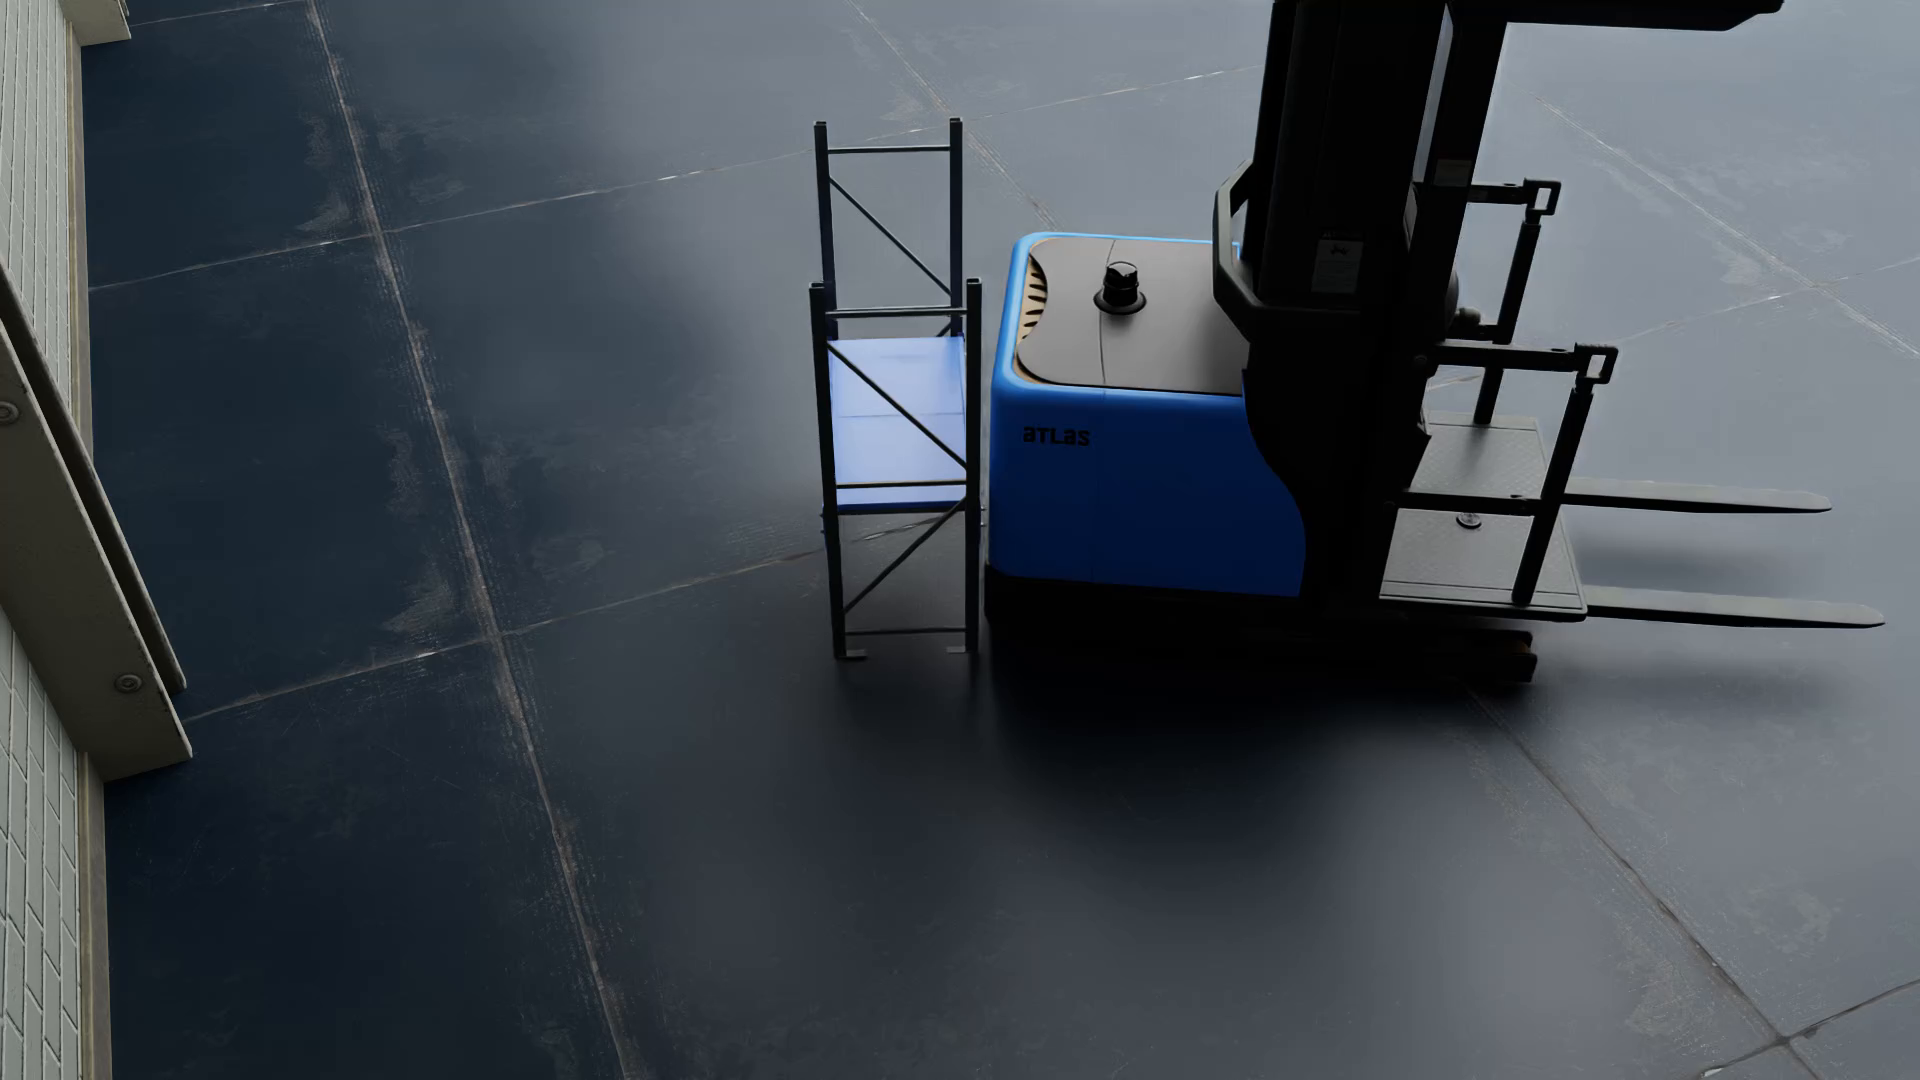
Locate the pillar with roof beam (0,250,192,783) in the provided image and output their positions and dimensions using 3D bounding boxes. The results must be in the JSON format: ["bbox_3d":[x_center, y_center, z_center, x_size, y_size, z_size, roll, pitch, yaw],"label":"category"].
[{"bbox_3d":[1.256,-3.855,3.831,9.100,9.000,0.400,-15,43,-17],"label":"pillar with roof beam"}]

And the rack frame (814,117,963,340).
[{"bbox_3d":[-0.241,-0.838,6.074,0.500,1.500,0.032,-2,41,-2],"label":"rack frame"}]

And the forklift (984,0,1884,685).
[{"bbox_3d":[1.635,-0.983,5.145,3.031,2.935,1.130,4,41,5],"label":"forklift"}]

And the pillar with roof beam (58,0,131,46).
[{"bbox_3d":[-1.040,-7.469,8.034,9.100,9.000,0.400,-15,43,-17],"label":"pillar with roof beam"}]

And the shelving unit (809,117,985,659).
[{"bbox_3d":[-0.214,-0.507,5.689,0.538,1.500,1.048,-2,41,-2],"label":"shelving unit"}]

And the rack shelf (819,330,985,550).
[{"bbox_3d":[-0.214,-0.371,5.807,0.538,0.185,1.000,-2,41,-2],"label":"rack shelf"}]

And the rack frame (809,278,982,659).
[{"bbox_3d":[-0.187,-0.176,5.305,0.500,1.500,0.032,-2,41,-2],"label":"rack frame"}]
